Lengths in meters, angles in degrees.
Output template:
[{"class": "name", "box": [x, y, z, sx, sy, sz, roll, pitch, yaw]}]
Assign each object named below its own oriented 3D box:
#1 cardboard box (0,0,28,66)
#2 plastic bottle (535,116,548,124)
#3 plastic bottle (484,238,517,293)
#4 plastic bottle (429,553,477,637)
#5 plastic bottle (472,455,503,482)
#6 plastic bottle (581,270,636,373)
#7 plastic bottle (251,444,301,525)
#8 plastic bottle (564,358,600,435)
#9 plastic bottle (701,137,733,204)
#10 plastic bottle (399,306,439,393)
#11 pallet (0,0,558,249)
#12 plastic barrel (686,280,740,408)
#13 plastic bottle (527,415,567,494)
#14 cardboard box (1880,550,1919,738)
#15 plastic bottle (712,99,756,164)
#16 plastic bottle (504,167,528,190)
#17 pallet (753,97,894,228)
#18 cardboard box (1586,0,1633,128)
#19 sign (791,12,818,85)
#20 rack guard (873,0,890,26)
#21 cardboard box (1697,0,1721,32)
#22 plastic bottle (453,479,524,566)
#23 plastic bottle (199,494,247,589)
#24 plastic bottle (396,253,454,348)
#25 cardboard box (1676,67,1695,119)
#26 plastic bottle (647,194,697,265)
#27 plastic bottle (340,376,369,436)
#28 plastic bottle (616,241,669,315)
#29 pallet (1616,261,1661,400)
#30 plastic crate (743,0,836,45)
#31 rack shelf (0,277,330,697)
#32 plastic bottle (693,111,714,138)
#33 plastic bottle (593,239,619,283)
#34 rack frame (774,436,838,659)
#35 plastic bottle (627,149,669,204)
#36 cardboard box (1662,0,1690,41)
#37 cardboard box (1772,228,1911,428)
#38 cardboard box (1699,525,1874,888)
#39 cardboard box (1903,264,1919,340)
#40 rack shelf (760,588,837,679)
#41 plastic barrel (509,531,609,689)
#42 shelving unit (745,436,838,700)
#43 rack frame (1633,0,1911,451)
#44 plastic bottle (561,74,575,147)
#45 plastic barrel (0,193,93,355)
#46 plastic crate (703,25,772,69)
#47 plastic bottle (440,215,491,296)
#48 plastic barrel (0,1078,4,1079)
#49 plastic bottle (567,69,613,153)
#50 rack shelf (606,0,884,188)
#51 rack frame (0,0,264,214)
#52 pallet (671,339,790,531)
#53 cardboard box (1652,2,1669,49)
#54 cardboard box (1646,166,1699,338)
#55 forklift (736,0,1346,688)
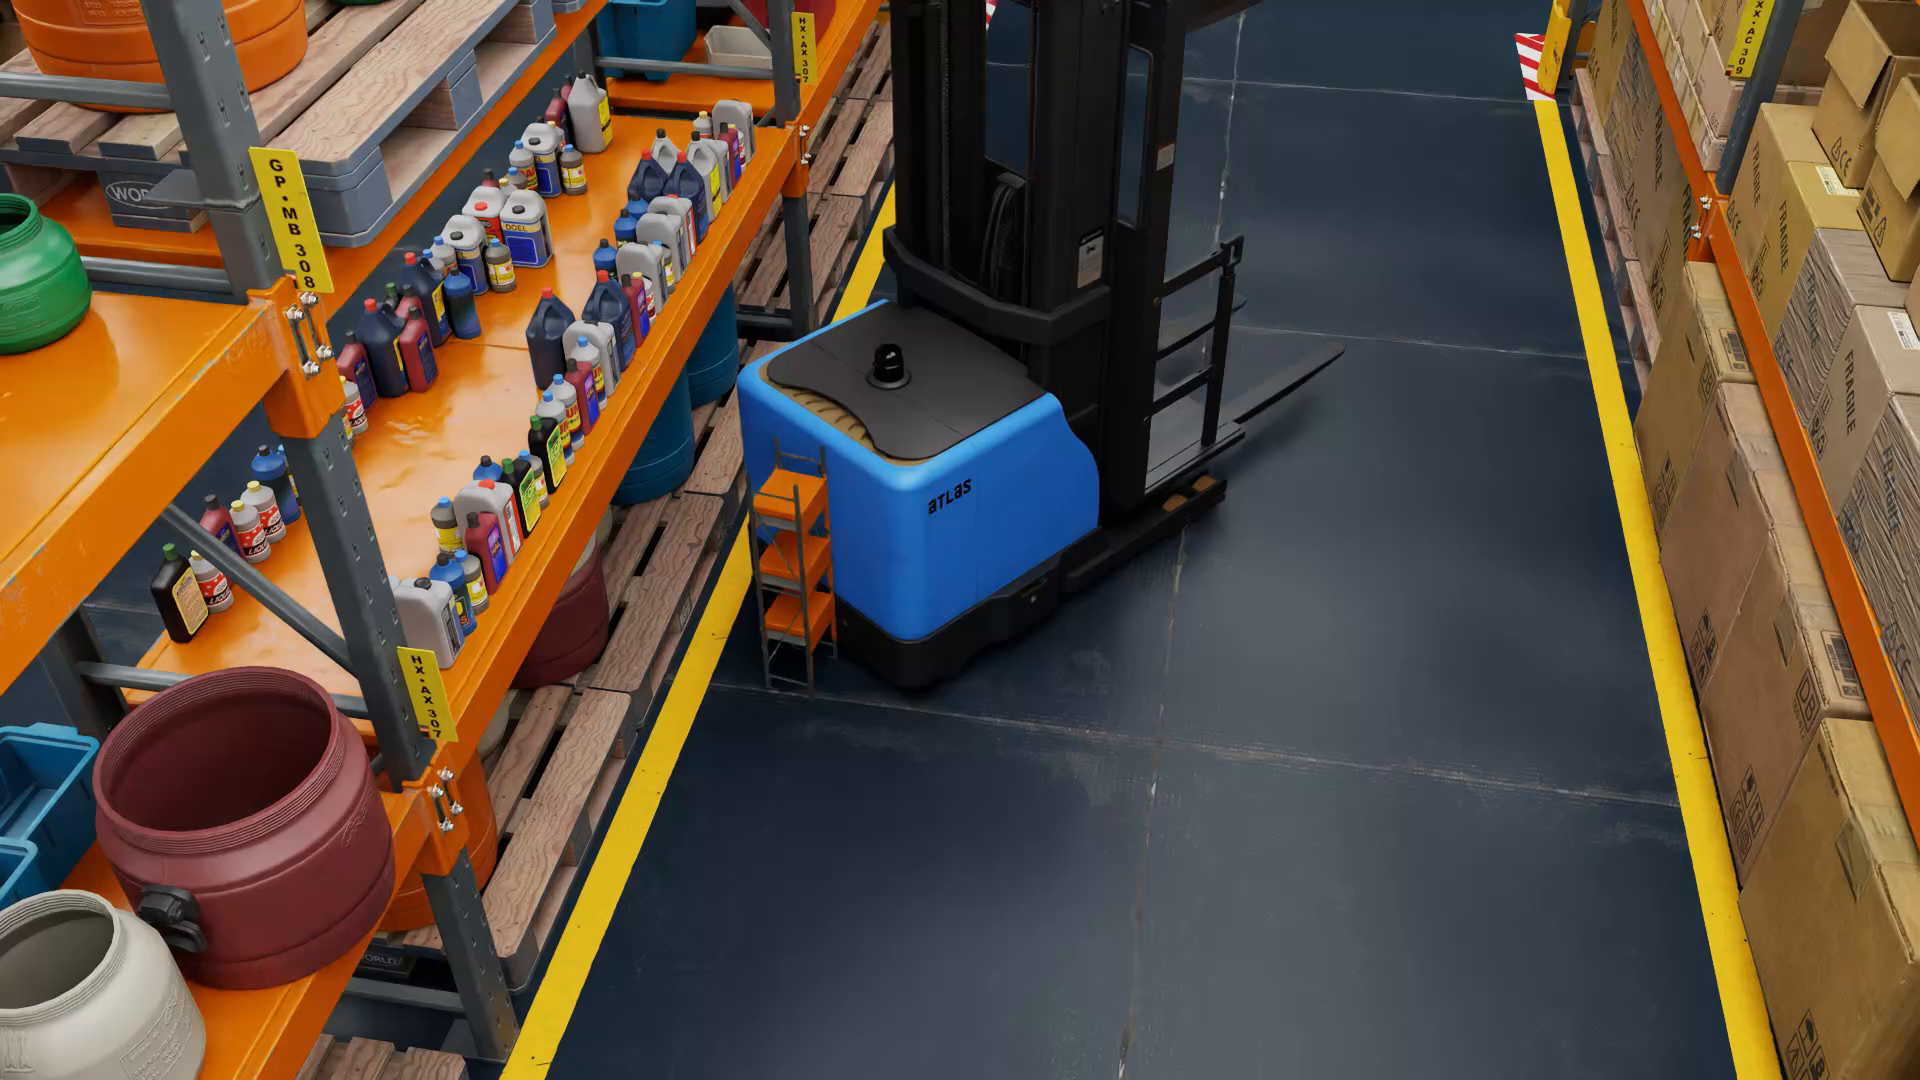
[{"class": "cardboard box", "box": [-5.779, -3.039, 10.185, 0.797, 0.503, 0.637, 6, 40, 8]}, {"class": "plastic bottle", "box": [-1.746, -1.651, 6.994, 0.097, 0.271, 0.097, 0, 40, 0]}, {"class": "plastic bottle", "box": [-1.751, -1.049, 6.321, 0.097, 0.201, 0.097, 0, 40, 0]}, {"class": "plastic bottle", "box": [-1.473, 0.151, 4.814, 0.097, 0.271, 0.097, 0, 40, 0]}, {"class": "plastic bottle", "box": [-1.453, -0.146, 5.174, 0.097, 0.271, 0.097, 0, 40, 0]}, {"class": "plastic bottle", "box": [-1.248, -0.780, 5.878, 0.144, 0.351, 0.185, 6, 40, 8]}, {"class": "plastic bottle", "box": [-2.152, -0.182, 5.217, 0.097, 0.271, 0.097, 0, 40, 0]}, {"class": "plastic bottle", "box": [-1.275, -0.504, 5.597, 0.061, 0.283, 0.133, 6, 40, 8]}, {"class": "plastic bottle", "box": [-1.034, -1.543, 6.860, 0.152, 0.276, 0.135, 6, 40, 8]}, {"class": "plastic bottle", "box": [-1.892, -0.666, 5.793, 0.061, 0.283, 0.133, 6, 40, 8]}, {"class": "pallet", "box": [-1.684, -1.145, 4.075, 1.003, 0.211, 1.213, 6, 40, 8]}, {"class": "plastic barrel", "box": [-1.332, -1.117, 7.564, 0.600, 0.901, 0.708, 6, 40, 8]}, {"class": "plastic bottle", "box": [-1.332, -0.298, 5.348, 0.061, 0.283, 0.133, 6, 40, 8]}, {"class": "cardboard box", "box": [2.899, 0.265, 4.496, 0.500, 0.500, 0.500, 6, 40, 7]}, {"class": "plastic bottle", "box": [-0.971, -1.772, 7.137, 0.152, 0.276, 0.135, 6, 40, 8]}, {"class": "plastic bottle", "box": [-1.803, -1.418, 6.767, 0.097, 0.201, 0.097, 0, 40, 0]}, {"class": "pallet", "box": [-0.923, -2.262, 9.820, 1.003, 0.211, 1.213, 6, 40, 8]}, {"class": "cardboard box", "box": [4.318, -3.000, 9.862, 0.875, 0.875, 0.875, 6, 40, 8]}, {"class": "sign", "box": [-0.679, -2.148, 7.277, 0.100, 0.325, 0.005, 6, 40, 8]}, {"class": "rack guard", "box": [-0.537, -3.667, 11.293, 1.175, 0.500, 0.348, 6, 40, 8]}, {"class": "cardboard box", "box": [3.564, -2.535, 7.258, 0.500, 0.500, 0.500, 7, 40, 8]}, {"class": "plastic bottle", "box": [-1.440, -0.071, 5.080, 0.152, 0.276, 0.135, 6, 40, 8]}, {"class": "plastic bottle", "box": [-2.223, 0.006, 4.980, 0.061, 0.283, 0.133, 6, 40, 8]}, {"class": "plastic bottle", "box": [-1.942, -0.887, 6.008, 0.144, 0.351, 0.185, 6, 40, 8]}, {"class": "cardboard box", "box": [3.476, -2.010, 7.525, 0.380, 0.149, 0.250, 6, 40, 7]}, {"class": "plastic bottle", "box": [-1.121, -1.227, 6.477, 0.152, 0.276, 0.135, 6, 40, 8]}, {"class": "plastic bottle", "box": [-2.067, -0.460, 5.608, 0.097, 0.201, 0.097, 0, 40, 0]}, {"class": "plastic bottle", "box": [-1.185, -0.997, 6.199, 0.152, 0.276, 0.135, 6, 40, 8]}, {"class": "pallet", "box": [3.866, -0.951, 8.235, 1.003, 0.211, 1.213, 6, 40, 8]}, {"class": "plastic crate", "box": [-0.819, -2.684, 8.045, 0.402, 0.464, 0.583, 6, 40, 8]}, {"class": "rack shelf", "box": [-2.259, 0.784, 2.159, 1.077, 0.370, 4.000, 6, 40, 8]}, {"class": "plastic bottle", "box": [-1.097, -1.746, 7.163, 0.097, 0.201, 0.097, 0, 40, 0]}, {"class": "plastic bottle", "box": [-1.311, -0.997, 6.203, 0.097, 0.271, 0.097, 0, 40, 0]}, {"class": "rack frame", "box": [-0.585, 0.049, 6.366, 0.200, 1.050, 0.008, 12, 41, 15]}, {"class": "plastic bottle", "box": [-1.232, -1.371, 6.593, 0.144, 0.351, 0.185, 6, 40, 8]}, {"class": "cardboard box", "box": [3.651, -2.565, 7.883, 0.500, 0.250, 0.500, 7, 40, 9]}, {"class": "cardboard box", "box": [3.158, -0.705, 5.670, 0.500, 0.500, 0.500, 6, 40, 7]}, {"class": "cardboard box", "box": [3.267, 0.621, 5.483, 1.225, 0.875, 0.875, 7, 40, 8]}, {"class": "cardboard box", "box": [3.333, -0.759, 4.949, 0.797, 0.503, 0.637, 8, 40, 9]}, {"class": "rack shelf", "box": [-0.625, 0.346, 6.459, 0.215, 0.259, 0.240, 12, 41, 15]}, {"class": "plastic barrel", "box": [-1.650, 0.157, 6.269, 0.600, 0.588, 0.708, 6, 40, 8]}, {"class": "shelving unit", "box": [-0.625, 0.122, 6.277, 0.215, 1.050, 0.252, 12, 41, 15]}, {"class": "rack frame", "box": [3.657, -1.557, 6.779, 1.000, 3.000, 0.127, 6, 40, 8]}, {"class": "plastic bottle", "box": [-1.705, -1.875, 7.256, 0.061, 0.283, 0.133, 6, 40, 8]}, {"class": "plastic barrel", "box": [-1.905, -0.528, 3.303, 0.294, 0.245, 0.294, 0, 40, 0]}, {"class": "plastic crate", "box": [-1.000, -2.301, 7.839, 0.396, 0.136, 0.243, 6, 40, 8]}, {"class": "plastic bottle", "box": [-1.877, -1.080, 6.300, 0.152, 0.276, 0.135, 6, 40, 8]}, {"class": "plastic barrel", "box": [-1.954, 1.298, 3.239, 0.421, 0.512, 0.421, 0, 40, 0]}, {"class": "plastic bottle", "box": [-1.608, -1.874, 7.201, 0.144, 0.351, 0.185, 6, 40, 8]}, {"class": "rack shelf", "box": [-0.875, -3.081, 9.187, 1.077, 0.370, 4.000, 6, 40, 8]}, {"class": "rack frame", "box": [-1.913, -1.905, 2.492, 1.000, 3.000, 0.127, 6, 40, 8]}, {"class": "pallet", "box": [-1.395, -0.549, 7.748, 1.003, 0.211, 1.213, 6, 40, 8]}, {"class": "cardboard box", "box": [3.609, -2.494, 8.110, 0.380, 0.149, 0.250, 6, 40, 7]}, {"class": "cardboard box", "box": [3.850, -1.305, 7.813, 0.875, 0.875, 0.875, 6, 40, 8]}, {"class": "forklift", "box": [0.541, -1.380, 6.618, 3.031, 2.935, 1.130, -31, 49, -32]}]
